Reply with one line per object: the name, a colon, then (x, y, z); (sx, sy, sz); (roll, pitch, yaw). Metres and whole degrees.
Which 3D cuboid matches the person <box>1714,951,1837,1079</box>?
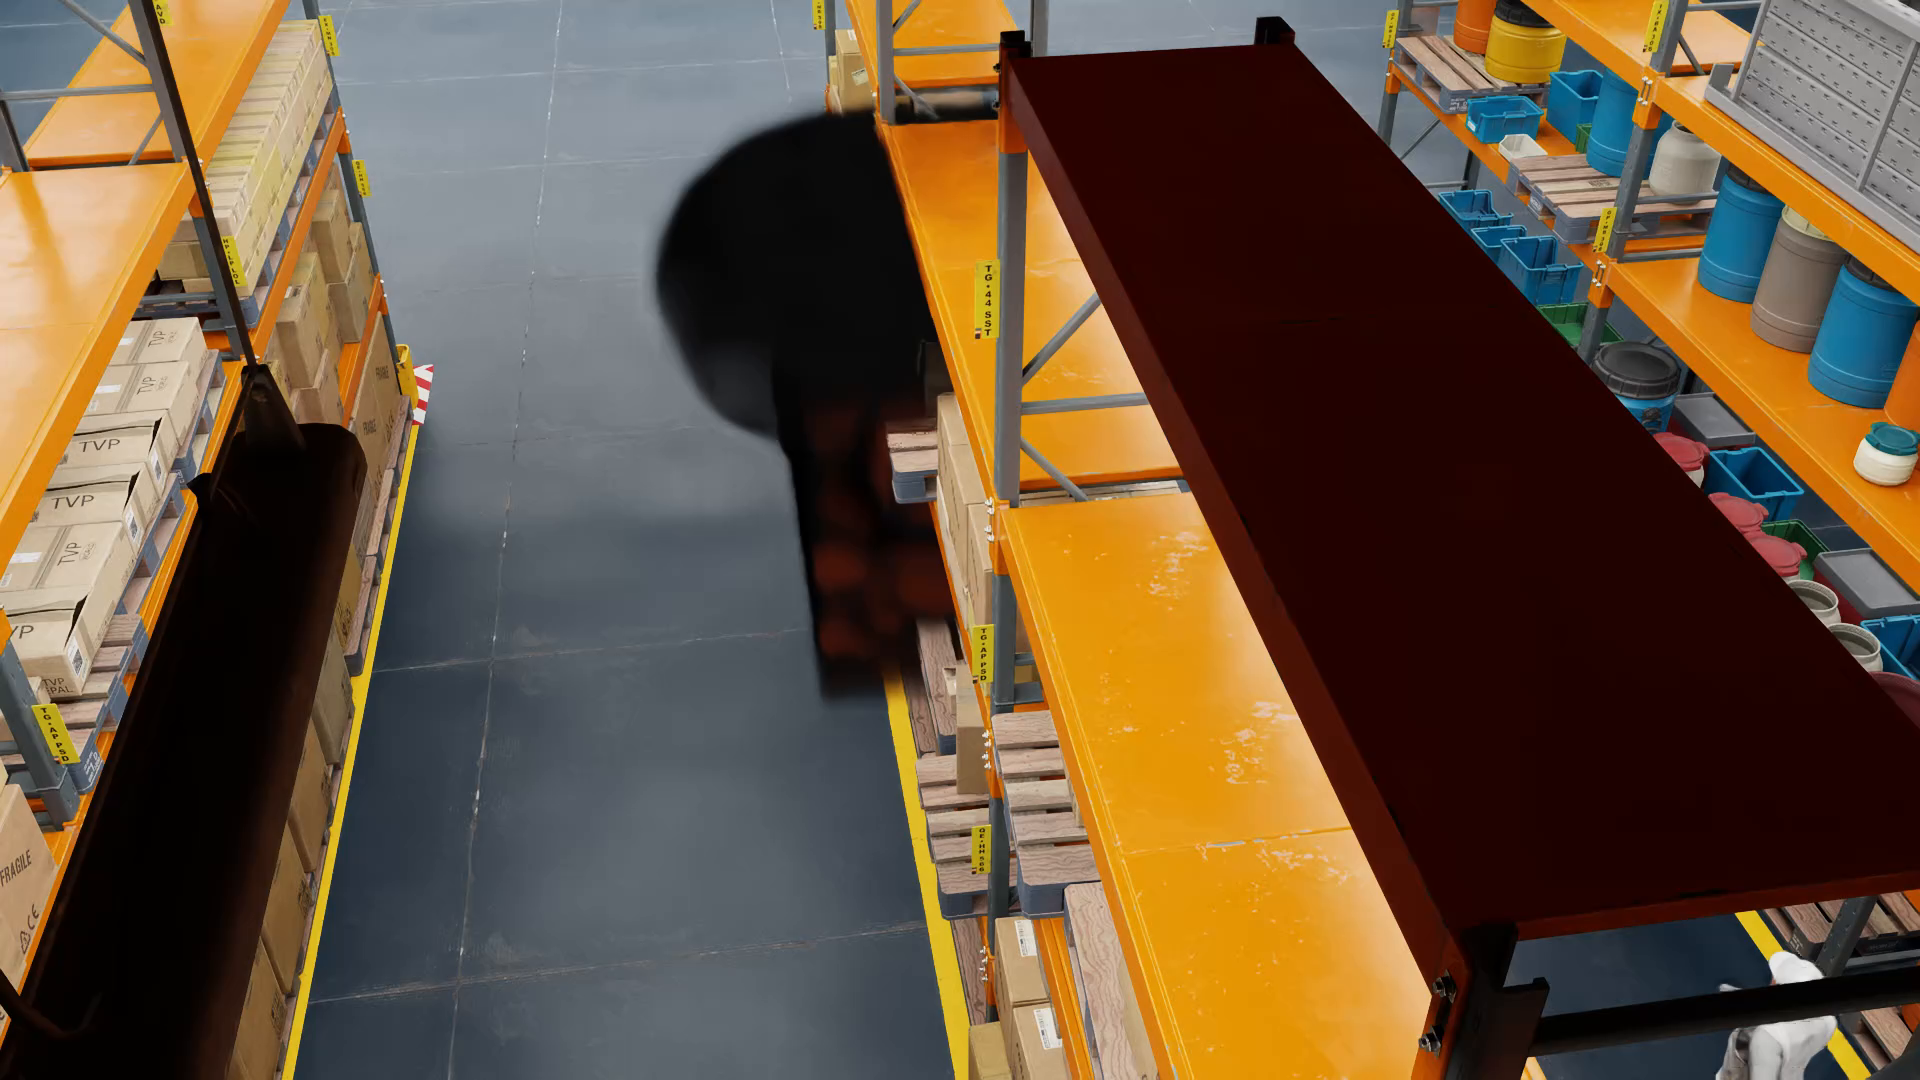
person: (3.748, 2.666, 7.930); (0.638, 1.883, 0.824); (-9, 37, -13)
